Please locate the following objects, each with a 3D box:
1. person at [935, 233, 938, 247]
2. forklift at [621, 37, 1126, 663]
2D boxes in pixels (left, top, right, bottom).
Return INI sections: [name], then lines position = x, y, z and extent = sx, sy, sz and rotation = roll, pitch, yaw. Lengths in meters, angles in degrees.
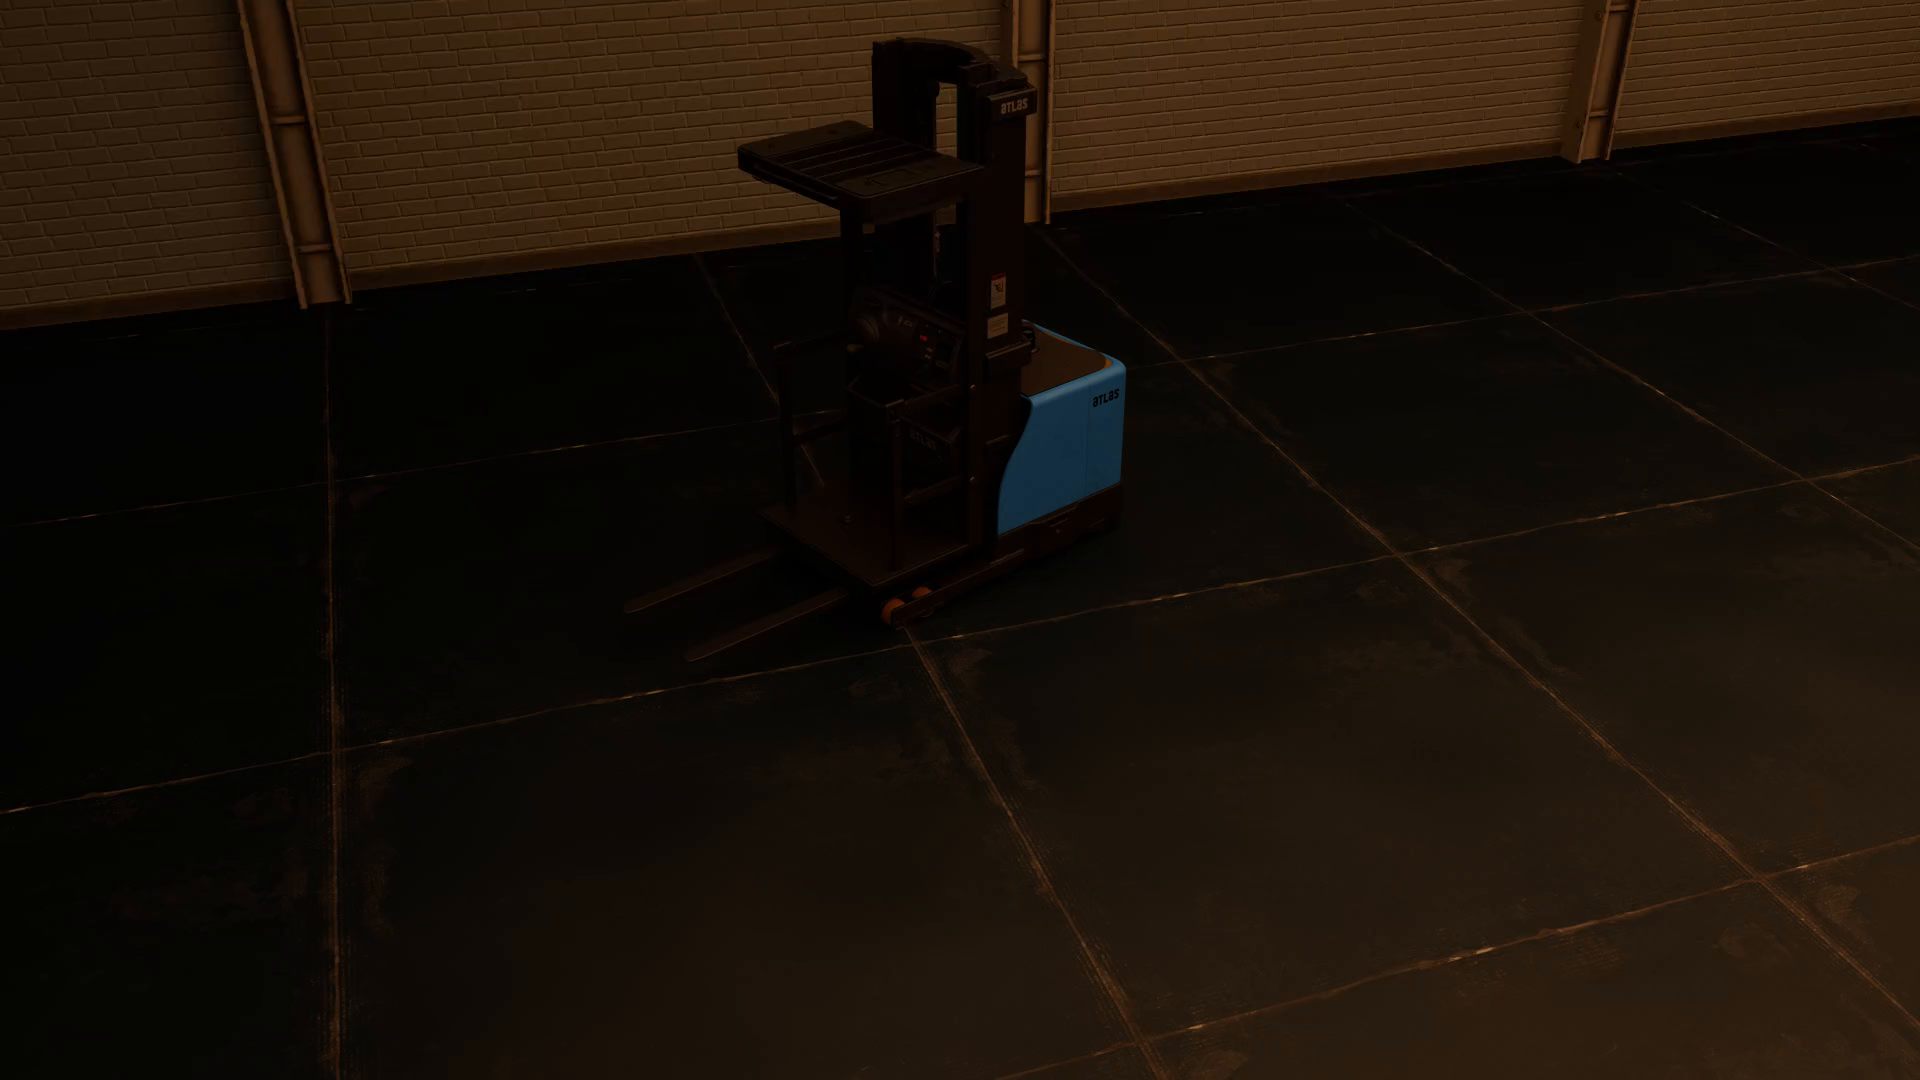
[person]
position = -0.179, -1.612, 11.030
extent = 0.580, 1.776, 0.695
rotation = -3, 30, -5
[forklift]
position = -0.461, -1.072, 8.951
extent = 3.031, 2.935, 1.130
rotation = -23, 37, -34
